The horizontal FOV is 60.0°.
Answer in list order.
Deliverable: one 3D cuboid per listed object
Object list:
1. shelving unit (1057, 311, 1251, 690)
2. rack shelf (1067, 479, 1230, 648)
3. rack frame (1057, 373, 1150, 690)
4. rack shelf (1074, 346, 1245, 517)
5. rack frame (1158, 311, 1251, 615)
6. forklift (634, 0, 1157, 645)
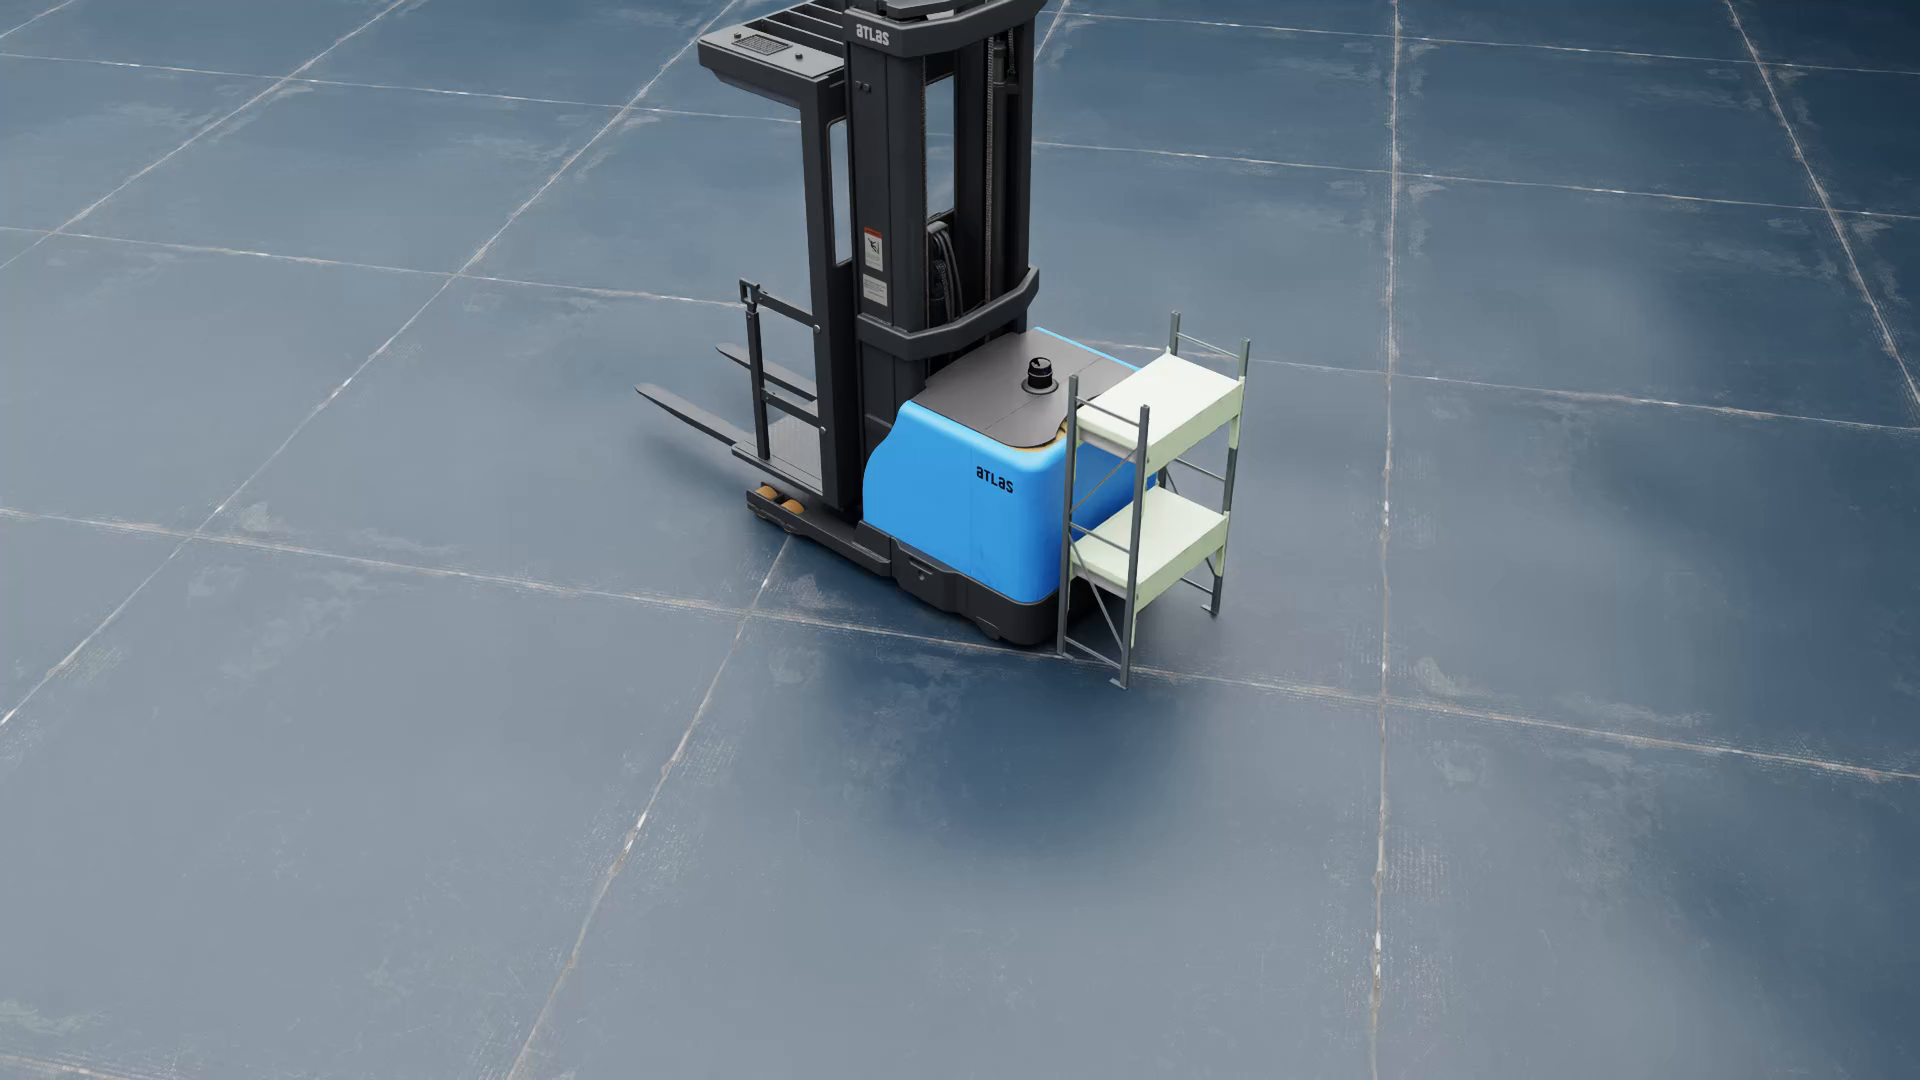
[{"bbox_3d":[0.852,-0.166,7.471,0.431,1.500,0.755,27,44,32],"label":"shelving unit"},{"bbox_3d":[0.852,0.098,7.663,0.431,0.370,0.720,27,44,32],"label":"rack shelf"},{"bbox_3d":[0.610,-0.005,7.249,0.400,1.500,0.023,27,44,32],"label":"rack frame"},{"bbox_3d":[0.852,-0.482,7.242,0.431,0.370,0.720,27,44,32],"label":"rack shelf"},{"bbox_3d":[1.093,-0.328,7.694,0.400,1.500,0.023,27,44,32],"label":"rack frame"},{"bbox_3d":[-0.474,-1.431,7.997,3.031,2.935,1.130,27,44,32],"label":"forklift"}]
